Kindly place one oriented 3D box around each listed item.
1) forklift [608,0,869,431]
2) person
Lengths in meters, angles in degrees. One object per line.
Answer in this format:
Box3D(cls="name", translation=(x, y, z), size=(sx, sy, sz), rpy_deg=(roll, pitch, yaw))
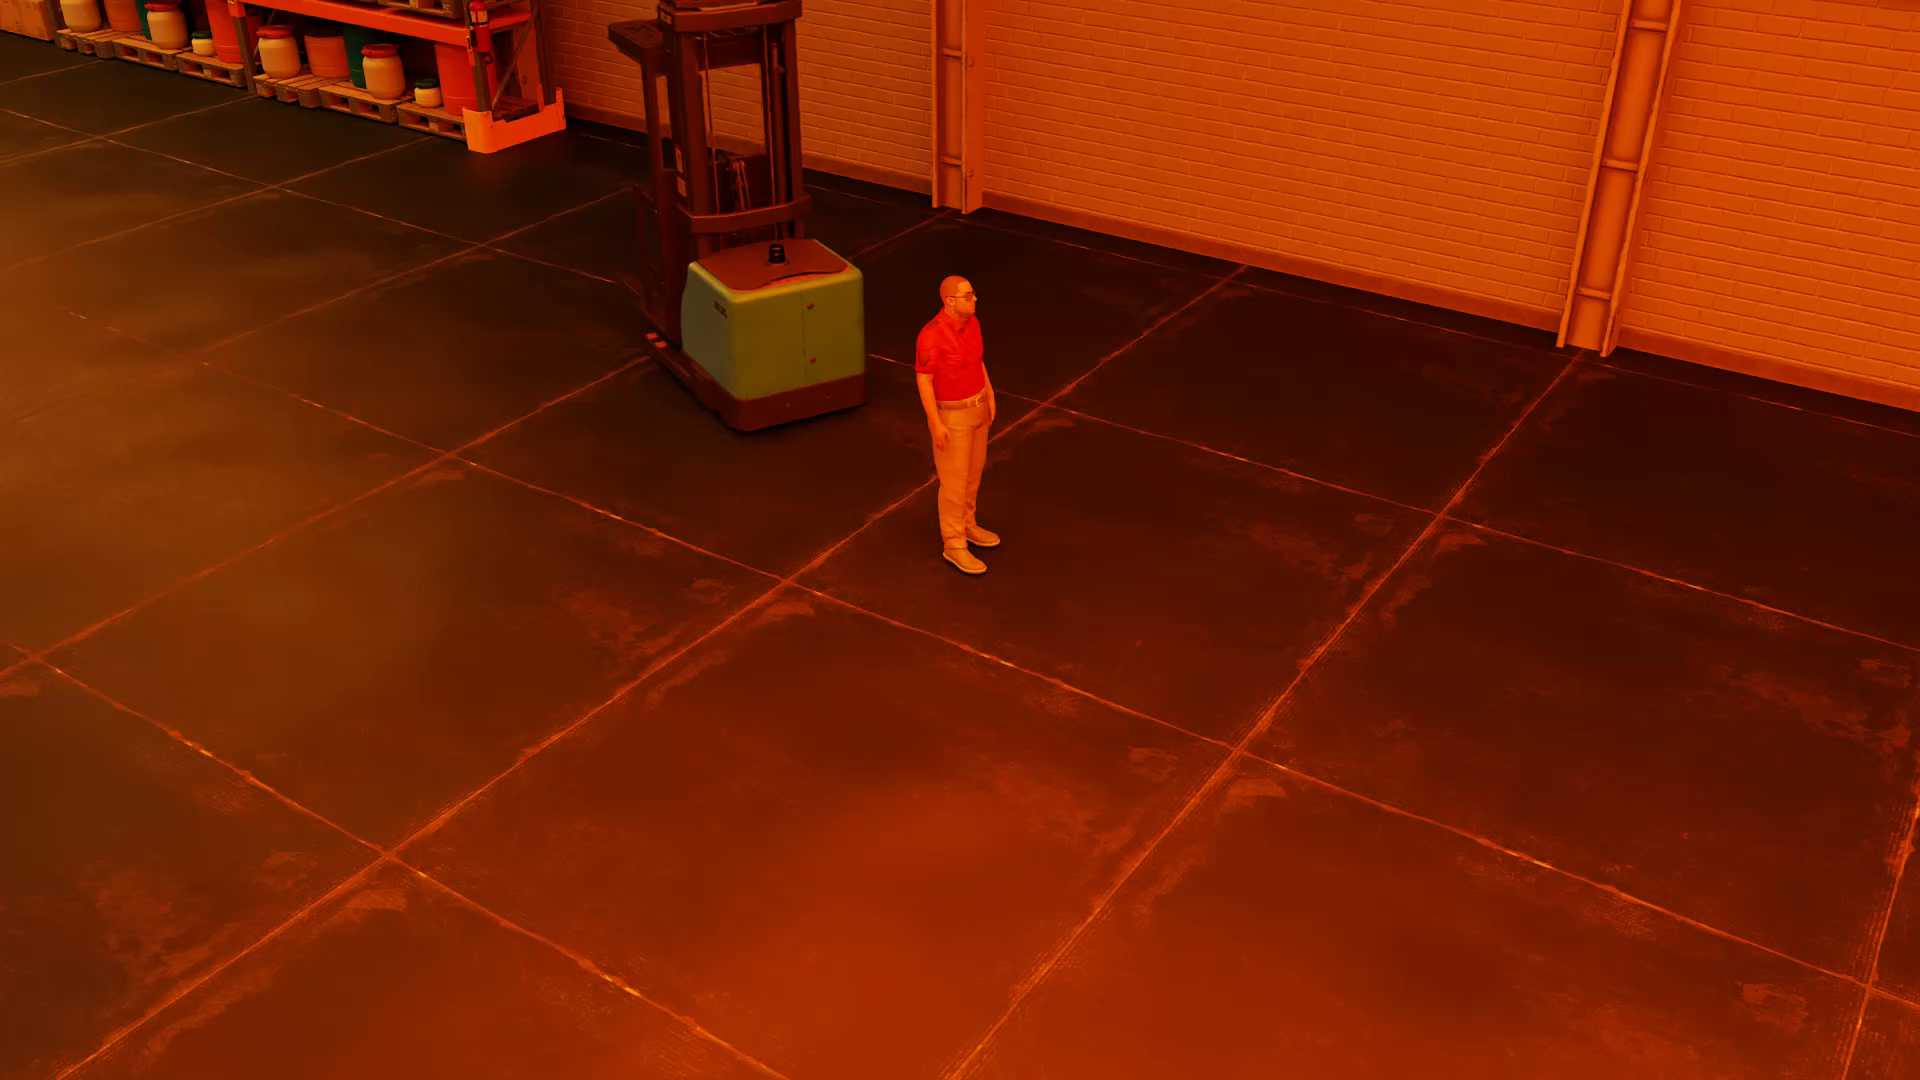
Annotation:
Box3D(cls="forklift", translation=(-1.836, -2.738, 12.297), size=(1.130, 2.935, 3.031), rpy_deg=(-16, 34, -26))
Box3D(cls="person", translation=(0.068, -0.724, 10.010), size=(0.550, 1.727, 0.641), rpy_deg=(19, 35, 29))
